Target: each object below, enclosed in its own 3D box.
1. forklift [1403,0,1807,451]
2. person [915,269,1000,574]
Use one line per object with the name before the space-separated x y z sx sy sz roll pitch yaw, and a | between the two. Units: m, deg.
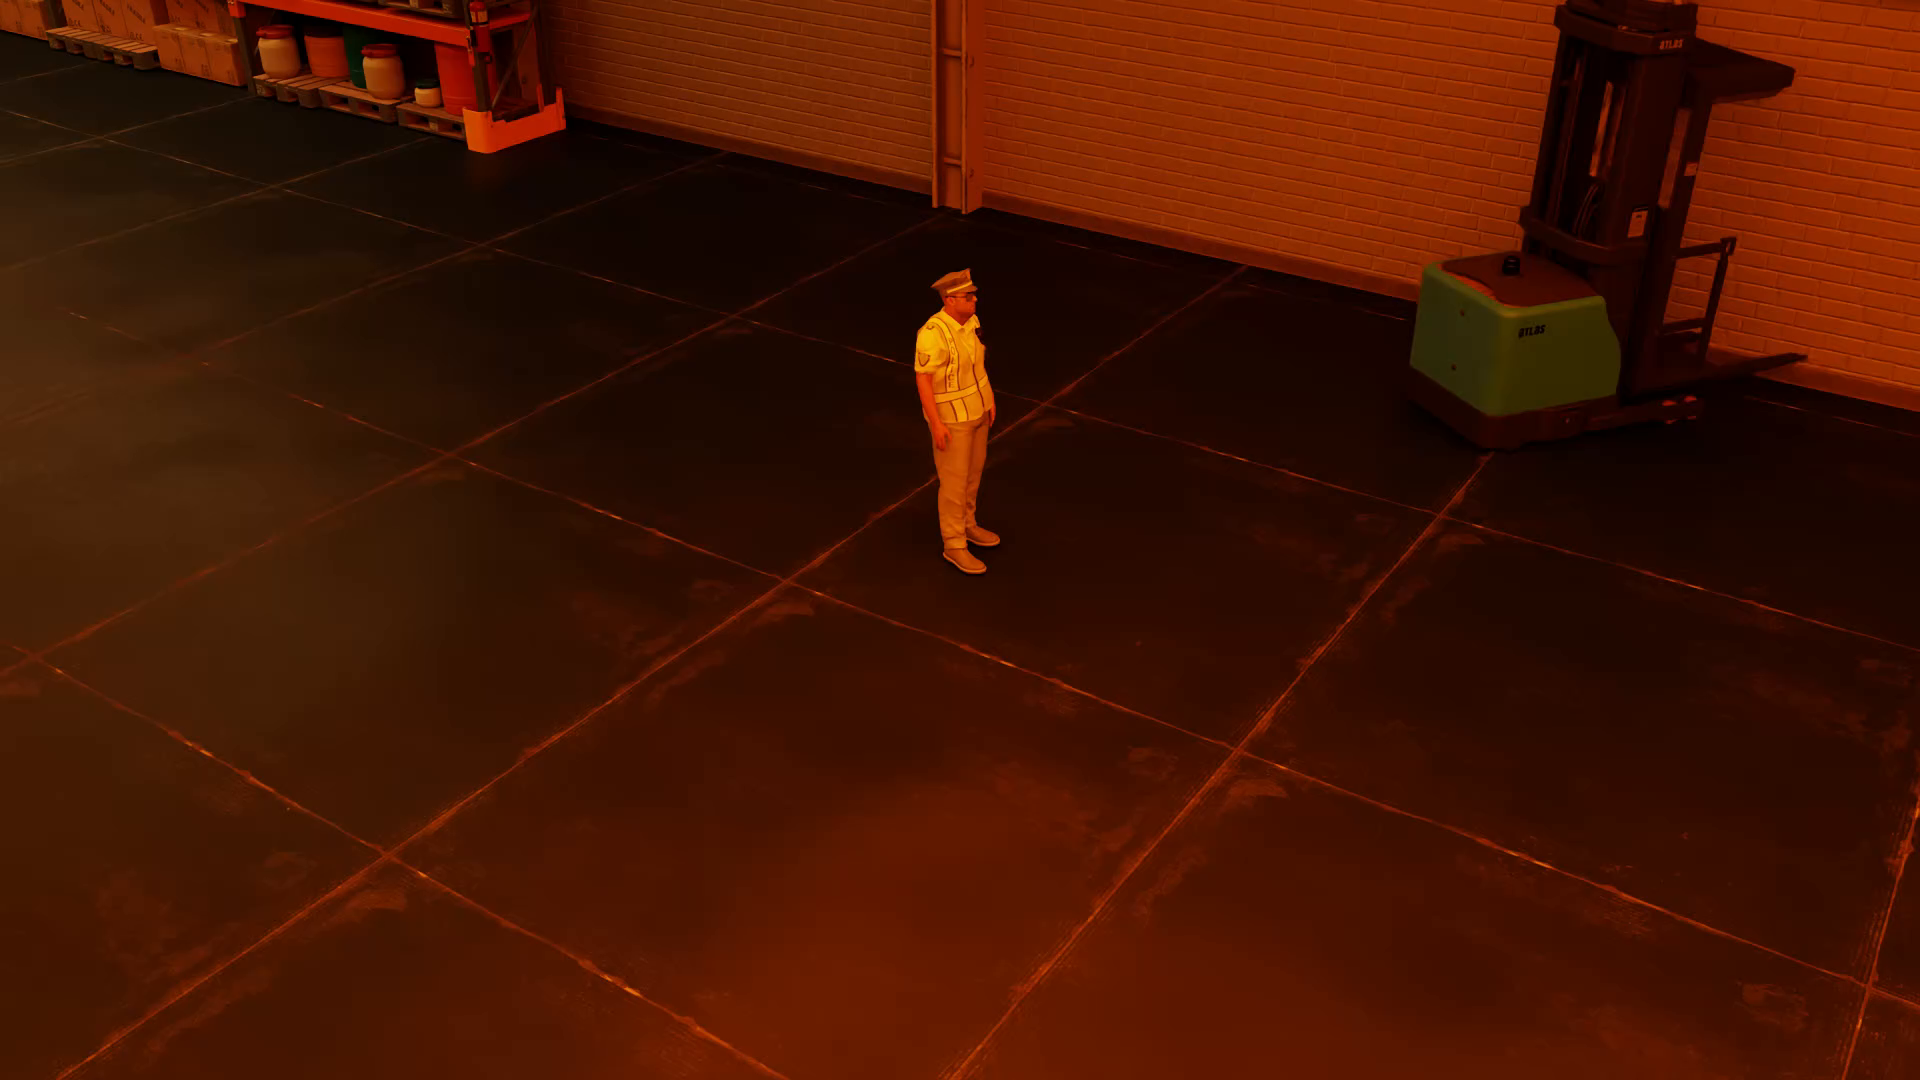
forklift | 4.821 -2.336 11.604 3.031 2.935 1.130 -11 32 -18
person | 0.057 -0.750 10.003 0.575 1.781 0.640 19 35 29
